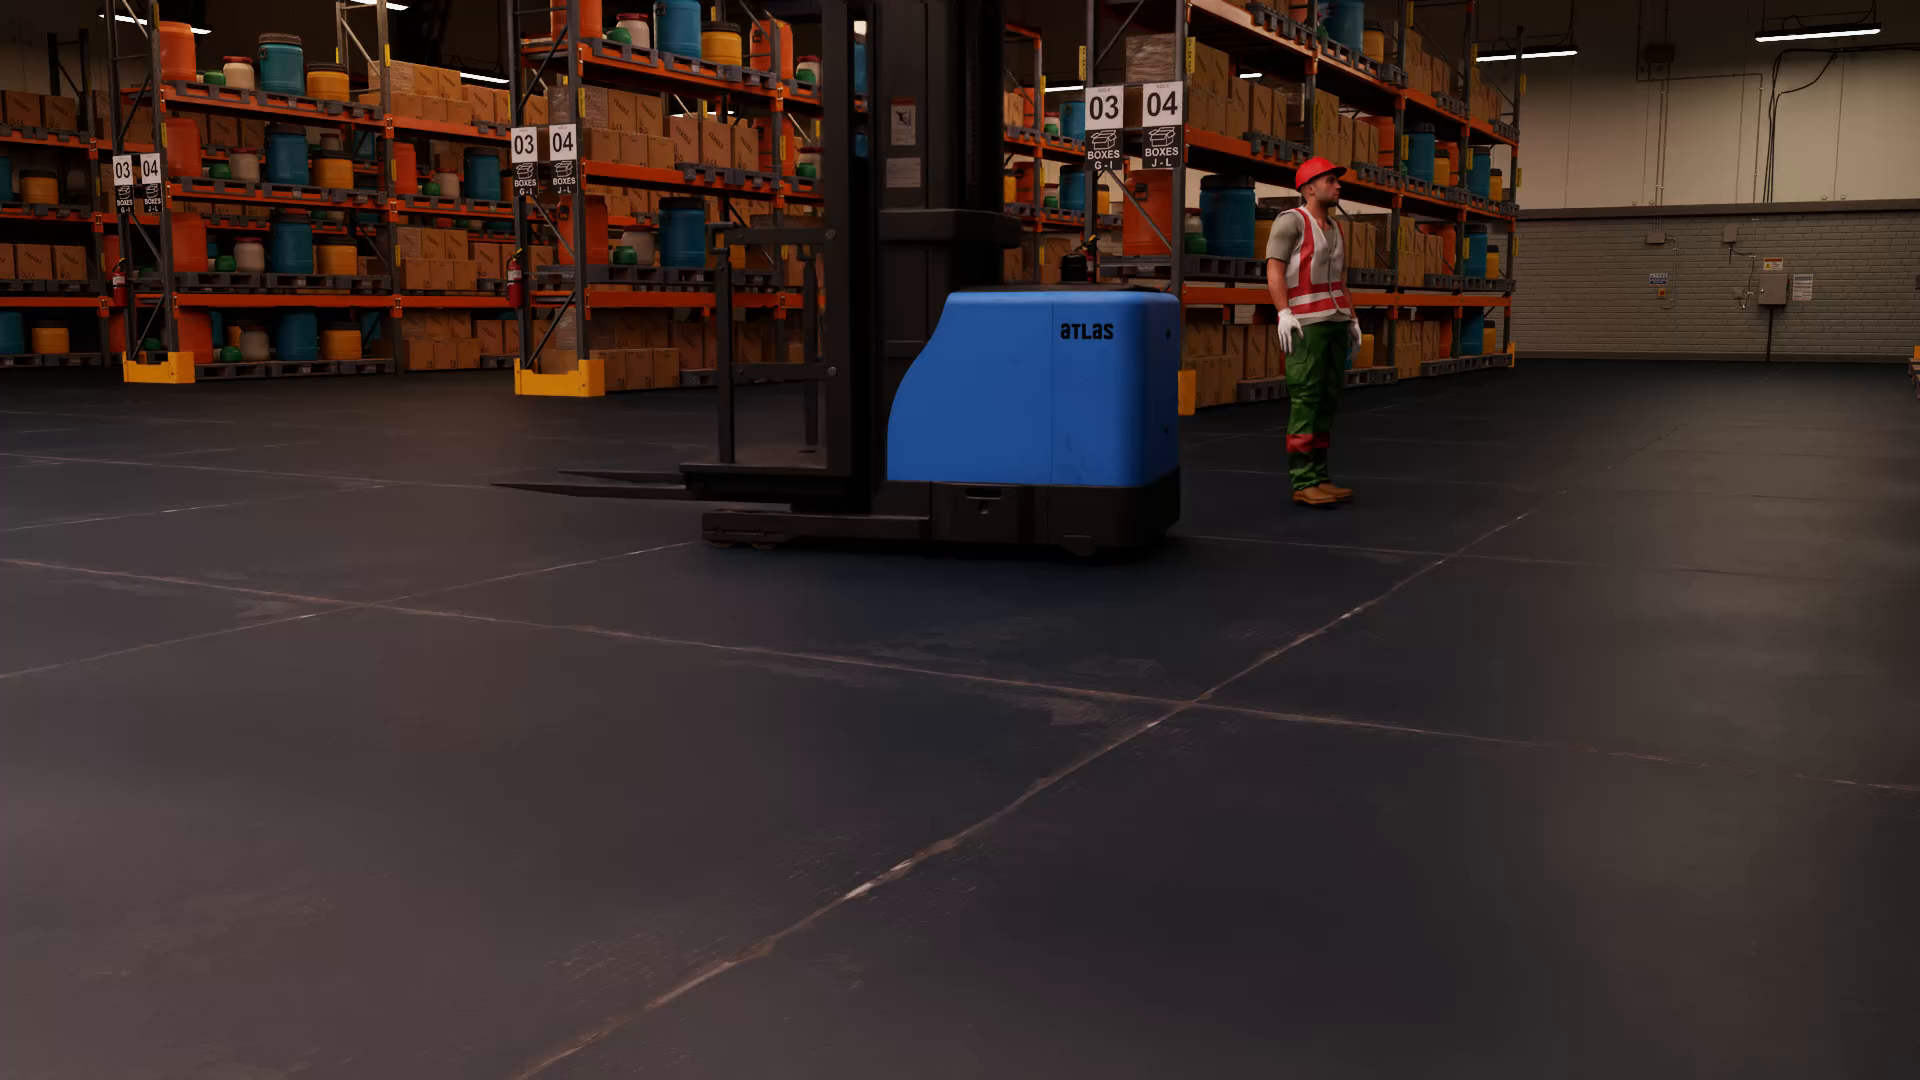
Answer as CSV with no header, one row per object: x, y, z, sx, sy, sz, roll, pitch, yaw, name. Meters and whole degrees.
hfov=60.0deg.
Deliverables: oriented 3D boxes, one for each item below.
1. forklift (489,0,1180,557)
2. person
-0.593,-1.474,7.272,3.031,2.935,1.130,2,8,16,forklift
1.916,-1.098,8.673,0.638,1.787,0.565,-7,10,-40,person
